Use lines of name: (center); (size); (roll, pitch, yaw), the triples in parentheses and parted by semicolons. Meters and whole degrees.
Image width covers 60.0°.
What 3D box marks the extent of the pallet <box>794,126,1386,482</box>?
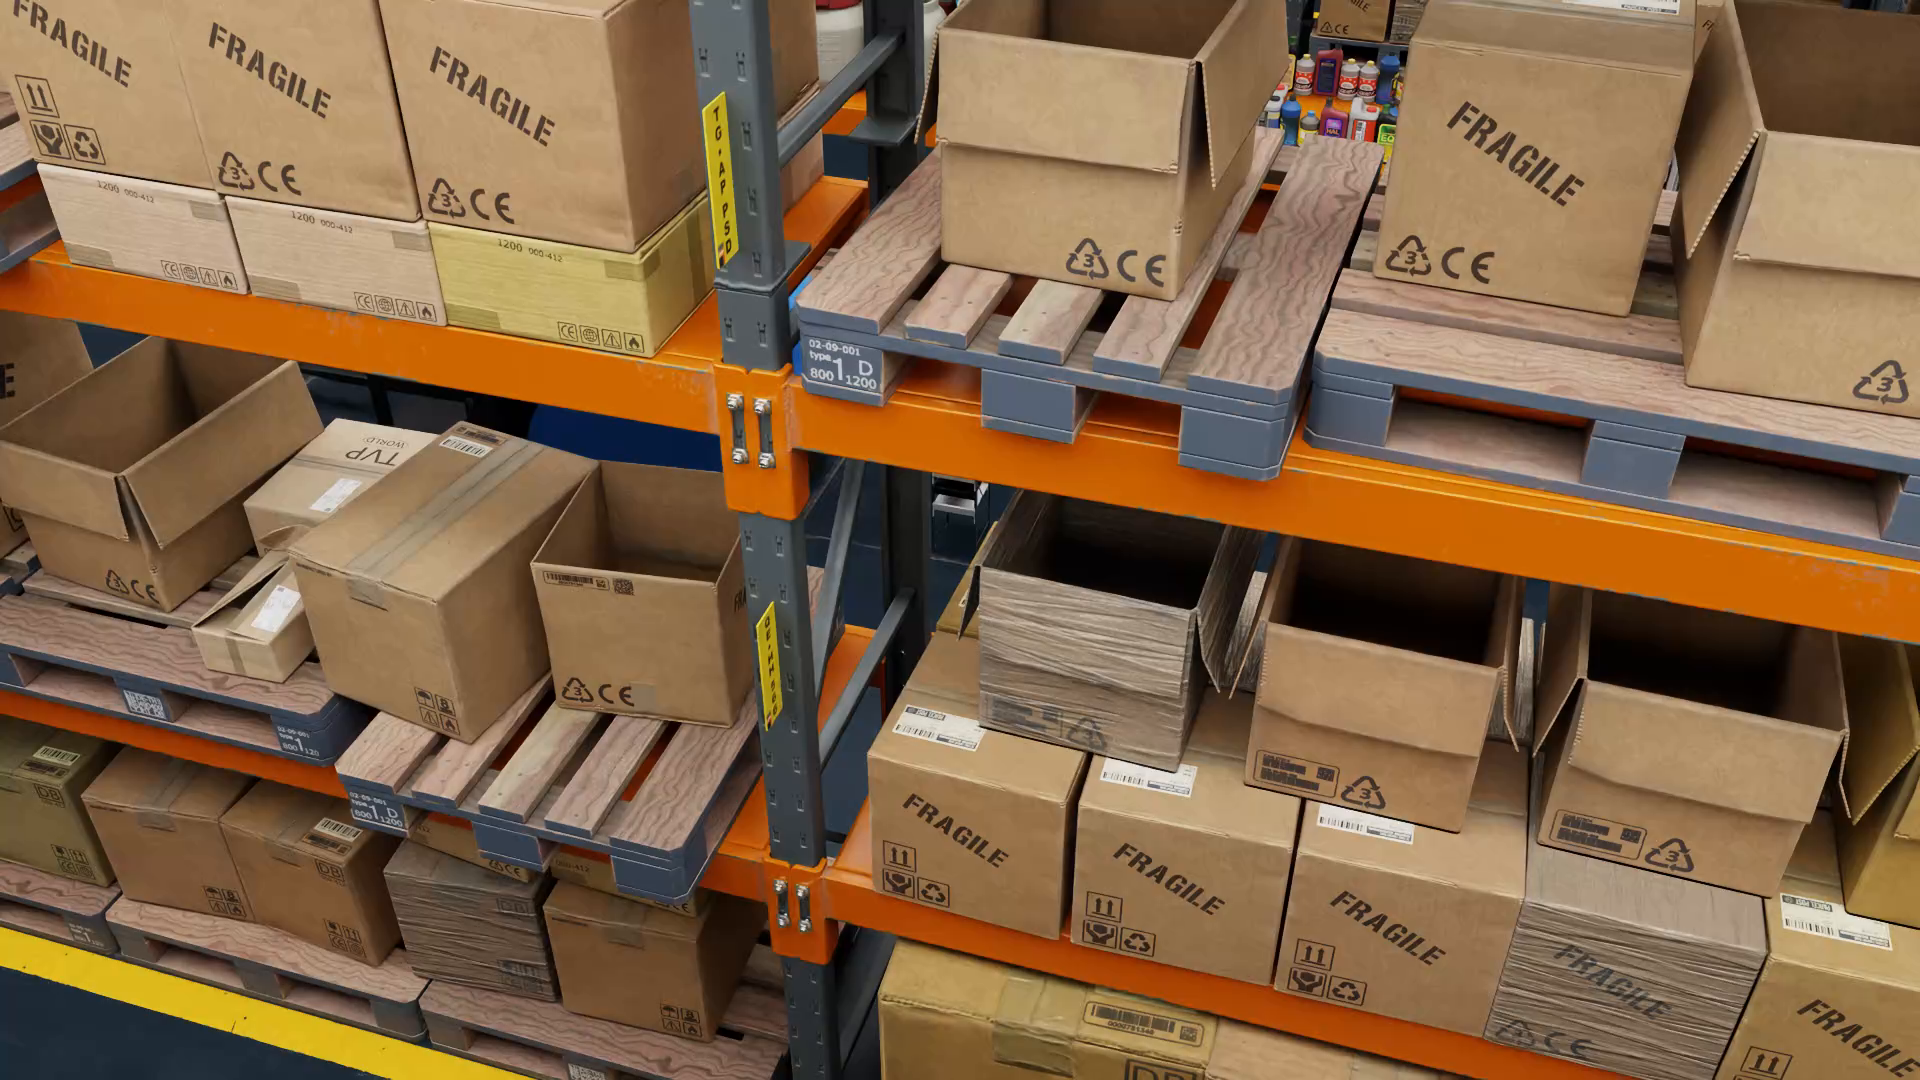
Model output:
pallet: (0.338, -0.624, 3.697); (1.003, 0.211, 1.213); (12, 38, 16)

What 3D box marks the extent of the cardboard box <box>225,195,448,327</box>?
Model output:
cardboard box: (-1.297, -0.749, 3.833); (0.500, 0.250, 0.500); (10, 38, 14)

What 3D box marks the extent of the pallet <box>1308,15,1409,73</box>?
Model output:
pallet: (3.367, -3.904, 12.876); (1.213, 0.211, 1.003); (10, 38, 14)

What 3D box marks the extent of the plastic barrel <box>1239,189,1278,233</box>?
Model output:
plastic barrel: (1.657, -1.597, 8.866); (0.708, 0.830, 0.600); (10, 38, 14)

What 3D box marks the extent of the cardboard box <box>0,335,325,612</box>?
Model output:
cardboard box: (-2.428, -0.240, 5.104); (0.637, 0.503, 0.797); (14, 39, 19)

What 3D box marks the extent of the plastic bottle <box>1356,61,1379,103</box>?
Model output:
plastic bottle: (2.116, -2.380, 8.620); (0.097, 0.201, 0.097); (0, 36, 0)

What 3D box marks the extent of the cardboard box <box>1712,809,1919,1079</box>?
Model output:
cardboard box: (2.027, 0.983, 3.800); (0.500, 0.500, 0.500); (10, 38, 13)

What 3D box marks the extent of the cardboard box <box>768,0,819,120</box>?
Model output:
cardboard box: (-0.664, -1.254, 3.887); (0.500, 0.500, 0.500); (11, 38, 14)

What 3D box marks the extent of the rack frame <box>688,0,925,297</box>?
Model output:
rack frame: (-0.292, -1.992, 2.865); (0.127, 3.000, 1.000); (10, 38, 14)

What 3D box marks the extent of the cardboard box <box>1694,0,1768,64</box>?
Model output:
cardboard box: (5.457, -3.661, 11.931); (0.500, 0.500, 0.500); (11, 38, 14)

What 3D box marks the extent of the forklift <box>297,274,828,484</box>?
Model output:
forklift: (-2.227, -1.527, 7.352); (3.031, 2.935, 1.130); (10, 37, 13)

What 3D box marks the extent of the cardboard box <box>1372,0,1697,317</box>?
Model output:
cardboard box: (1.162, -0.824, 3.370); (0.500, 0.500, 0.500); (12, 38, 16)

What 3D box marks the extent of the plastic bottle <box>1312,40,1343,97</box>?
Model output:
plastic bottle: (1.918, -2.461, 8.661); (0.133, 0.283, 0.061); (10, 38, 14)

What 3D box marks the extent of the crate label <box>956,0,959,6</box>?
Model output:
crate label: (0.317, -2.721, 8.887); (0.616, 0.435, 0.502); (10, 38, 14)

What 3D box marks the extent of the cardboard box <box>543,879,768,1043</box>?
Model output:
cardboard box: (-0.938, 1.146, 5.400); (0.500, 0.500, 0.700); (9, 37, 11)

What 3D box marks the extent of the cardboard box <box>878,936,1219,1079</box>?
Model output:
cardboard box: (0.360, 1.244, 4.967); (0.875, 0.875, 1.225); (9, 37, 12)

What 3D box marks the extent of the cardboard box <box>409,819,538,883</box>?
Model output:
cardboard box: (-1.450, 0.762, 5.289); (0.500, 0.250, 0.500); (15, 39, 19)

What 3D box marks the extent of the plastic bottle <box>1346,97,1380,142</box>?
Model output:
plastic bottle: (1.943, -1.987, 8.024); (0.135, 0.276, 0.152); (10, 38, 14)

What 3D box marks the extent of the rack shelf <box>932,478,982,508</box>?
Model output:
rack shelf: (0.008, -0.262, 7.554); (0.200, 0.077, 0.258); (10, 38, 14)

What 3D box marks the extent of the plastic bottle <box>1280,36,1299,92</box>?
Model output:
plastic bottle: (1.698, -2.501, 8.717); (0.133, 0.283, 0.061); (10, 38, 14)

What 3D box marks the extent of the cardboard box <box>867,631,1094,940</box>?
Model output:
cardboard box: (0.091, 0.623, 4.288); (0.500, 0.500, 0.500); (12, 38, 15)

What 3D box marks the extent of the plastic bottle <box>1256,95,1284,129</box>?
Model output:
plastic bottle: (1.501, -2.069, 8.136); (0.135, 0.276, 0.152); (10, 38, 14)

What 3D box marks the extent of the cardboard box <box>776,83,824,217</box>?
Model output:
cardboard box: (-0.665, -0.951, 4.107); (0.500, 0.250, 0.500); (11, 38, 15)

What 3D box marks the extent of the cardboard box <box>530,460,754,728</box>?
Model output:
cardboard box: (-0.820, 0.142, 4.588); (0.500, 0.500, 0.500); (6, 37, 8)

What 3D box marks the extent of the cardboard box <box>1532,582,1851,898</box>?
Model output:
cardboard box: (1.664, 0.350, 3.814); (0.637, 0.503, 0.797); (12, 38, 15)

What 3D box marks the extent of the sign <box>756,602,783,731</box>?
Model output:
sign: (-0.445, 0.298, 3.904); (0.005, 0.325, 0.100); (10, 38, 14)

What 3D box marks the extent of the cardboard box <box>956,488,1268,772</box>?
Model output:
cardboard box: (0.401, 0.118, 4.129); (0.637, 0.503, 0.797); (12, 38, 15)

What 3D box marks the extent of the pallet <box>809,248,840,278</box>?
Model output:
pallet: (-0.704, -1.631, 9.788); (1.213, 0.211, 1.003); (10, 38, 14)

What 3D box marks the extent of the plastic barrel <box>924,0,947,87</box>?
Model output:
plastic barrel: (-0.263, -2.559, 8.602); (0.421, 0.512, 0.421); (0, 36, 0)

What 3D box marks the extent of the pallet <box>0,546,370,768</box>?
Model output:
pallet: (-2.194, 0.174, 5.144); (1.213, 0.211, 1.003); (10, 38, 14)

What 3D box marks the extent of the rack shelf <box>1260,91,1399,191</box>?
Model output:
rack shelf: (3.094, -1.735, 8.184); (4.000, 0.370, 1.077); (10, 38, 14)

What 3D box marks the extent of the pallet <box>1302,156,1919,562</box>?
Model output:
pallet: (1.407, -0.428, 3.430); (1.213, 0.211, 1.003); (12, 38, 16)

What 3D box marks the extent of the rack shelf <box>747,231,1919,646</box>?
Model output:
rack shelf: (1.617, -0.141, 3.487); (4.000, 0.370, 1.077); (10, 38, 14)

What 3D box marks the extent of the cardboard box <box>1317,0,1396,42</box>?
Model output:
cardboard box: (3.015, -4.109, 12.540); (0.500, 0.500, 0.500); (12, 38, 16)

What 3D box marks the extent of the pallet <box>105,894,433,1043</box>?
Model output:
pallet: (-2.198, 1.191, 5.953); (1.213, 0.211, 1.003); (10, 38, 14)

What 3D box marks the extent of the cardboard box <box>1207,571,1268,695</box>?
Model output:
cardboard box: (0.727, 0.422, 4.562); (0.500, 0.500, 0.500); (10, 38, 13)

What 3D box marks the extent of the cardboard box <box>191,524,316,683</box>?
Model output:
cardboard box: (-1.964, 0.167, 4.752); (0.258, 0.266, 0.396); (9, 37, 13)

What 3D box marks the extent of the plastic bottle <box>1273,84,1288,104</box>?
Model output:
plastic bottle: (1.547, -2.155, 8.252); (0.135, 0.276, 0.152); (10, 38, 14)

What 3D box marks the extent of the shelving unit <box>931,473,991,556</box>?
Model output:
shelving unit: (0.008, -0.361, 7.481); (0.210, 0.900, 0.258); (10, 38, 14)

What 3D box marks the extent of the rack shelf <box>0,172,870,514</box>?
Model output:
rack shelf: (-2.201, -0.848, 4.448); (4.000, 0.370, 1.077); (10, 38, 14)

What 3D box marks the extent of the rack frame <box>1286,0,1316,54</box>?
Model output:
rack frame: (2.665, -5.181, 12.258); (0.127, 3.000, 1.000); (10, 38, 14)

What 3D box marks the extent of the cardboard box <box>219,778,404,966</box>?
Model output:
cardboard box: (-2.014, 0.959, 5.654); (0.500, 0.500, 0.700); (14, 38, 18)

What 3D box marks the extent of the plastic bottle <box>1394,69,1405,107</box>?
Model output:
plastic bottle: (2.302, -2.345, 8.574); (0.097, 0.201, 0.097); (0, 36, 0)

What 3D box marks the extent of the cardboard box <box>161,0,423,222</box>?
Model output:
cardboard box: (-1.315, -1.053, 3.614); (0.500, 0.500, 0.500); (10, 38, 14)

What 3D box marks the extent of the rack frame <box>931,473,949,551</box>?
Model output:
rack frame: (-0.089, -0.379, 7.506); (0.006, 0.900, 0.240); (10, 38, 14)

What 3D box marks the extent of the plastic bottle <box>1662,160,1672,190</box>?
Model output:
plastic bottle: (3.231, -1.702, 7.699); (0.097, 0.201, 0.097); (0, 36, 0)

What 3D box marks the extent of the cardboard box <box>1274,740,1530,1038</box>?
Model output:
cardboard box: (1.074, 0.802, 4.046); (0.500, 0.500, 0.500); (10, 37, 13)

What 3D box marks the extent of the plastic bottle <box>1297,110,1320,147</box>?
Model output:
plastic bottle: (1.697, -1.986, 8.085); (0.097, 0.201, 0.097); (0, 36, 0)

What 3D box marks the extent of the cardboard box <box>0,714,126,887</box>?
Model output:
cardboard box: (-3.081, 0.762, 5.922); (0.500, 0.500, 0.700); (10, 38, 14)

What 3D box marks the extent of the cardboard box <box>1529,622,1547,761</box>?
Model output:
cardboard box: (1.709, 0.602, 4.317); (0.500, 0.500, 0.500); (11, 38, 15)
